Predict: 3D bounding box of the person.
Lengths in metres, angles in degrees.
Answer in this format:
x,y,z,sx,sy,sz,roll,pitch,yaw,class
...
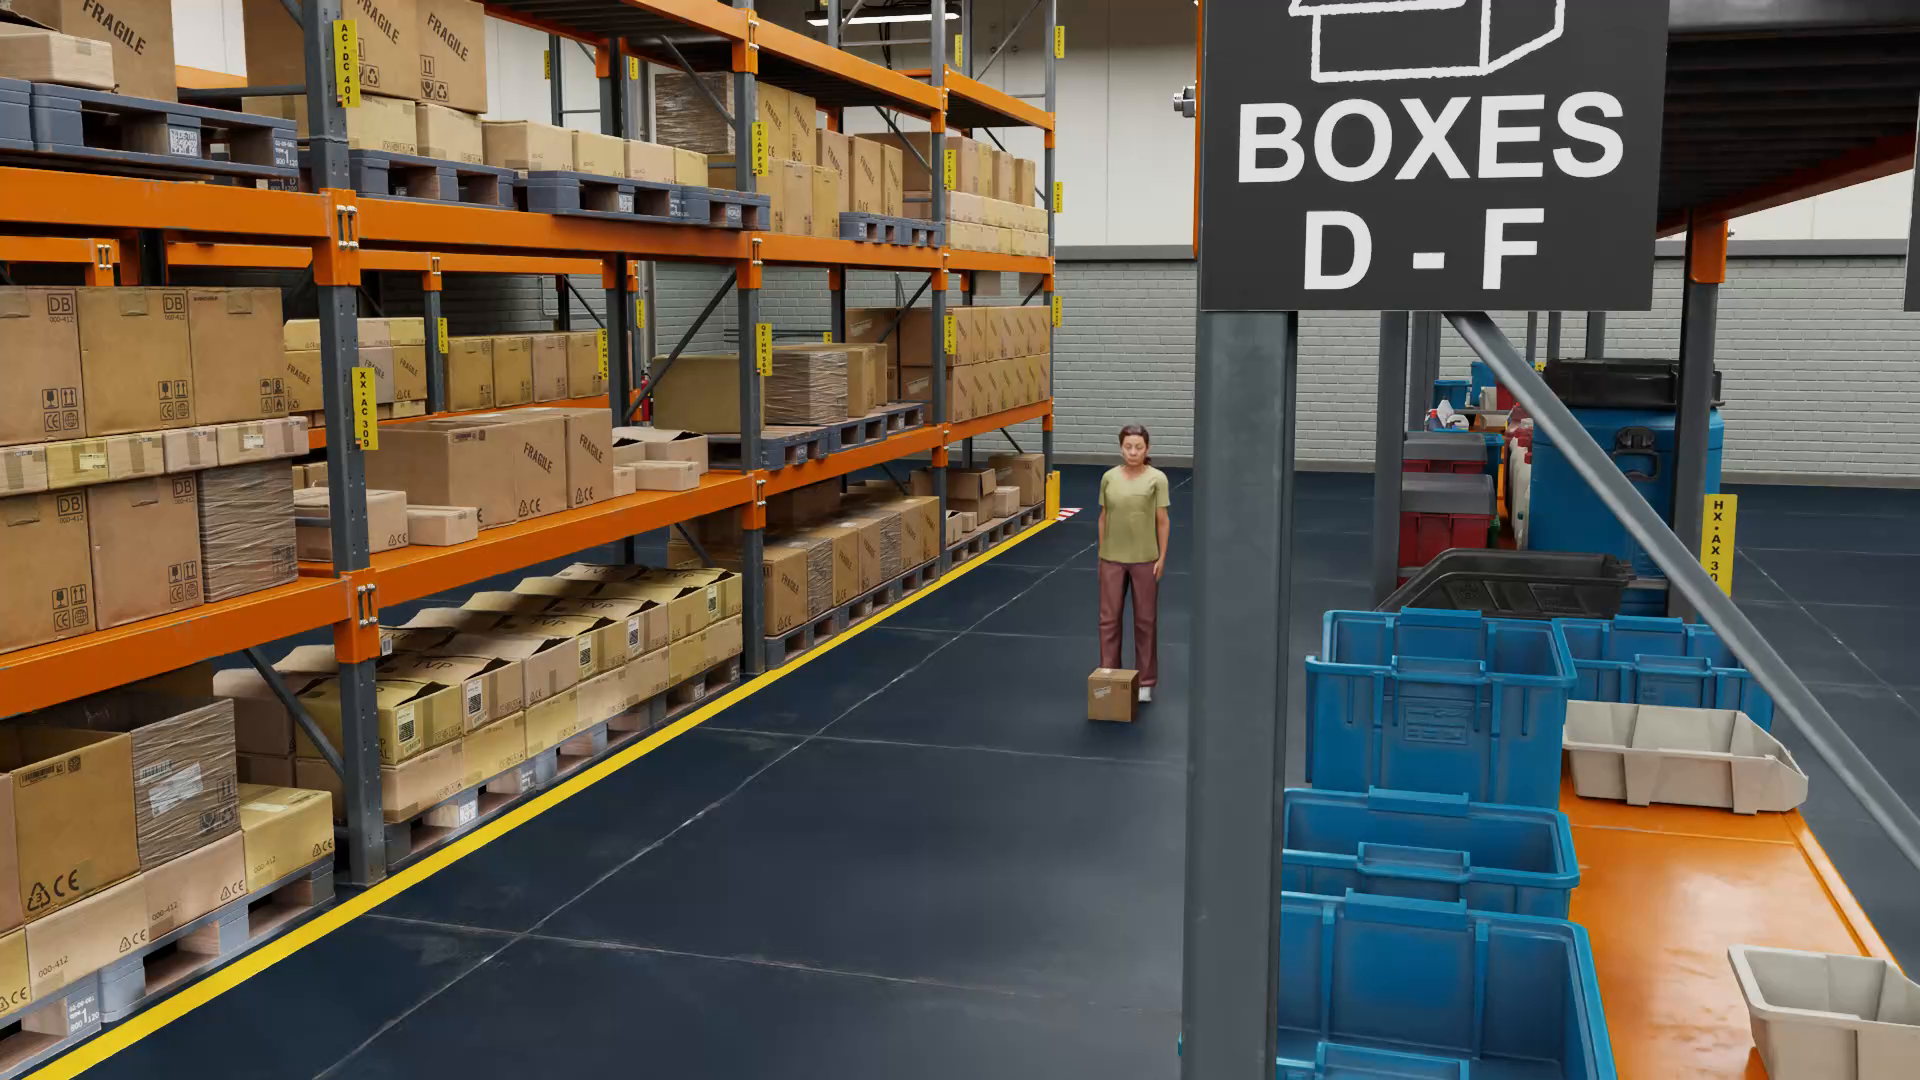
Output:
x,y,z,sx,sy,sz,roll,pitch,yaw,class
1.039,0.135,9.991,0.452,1.665,0.359,3,9,17,person
